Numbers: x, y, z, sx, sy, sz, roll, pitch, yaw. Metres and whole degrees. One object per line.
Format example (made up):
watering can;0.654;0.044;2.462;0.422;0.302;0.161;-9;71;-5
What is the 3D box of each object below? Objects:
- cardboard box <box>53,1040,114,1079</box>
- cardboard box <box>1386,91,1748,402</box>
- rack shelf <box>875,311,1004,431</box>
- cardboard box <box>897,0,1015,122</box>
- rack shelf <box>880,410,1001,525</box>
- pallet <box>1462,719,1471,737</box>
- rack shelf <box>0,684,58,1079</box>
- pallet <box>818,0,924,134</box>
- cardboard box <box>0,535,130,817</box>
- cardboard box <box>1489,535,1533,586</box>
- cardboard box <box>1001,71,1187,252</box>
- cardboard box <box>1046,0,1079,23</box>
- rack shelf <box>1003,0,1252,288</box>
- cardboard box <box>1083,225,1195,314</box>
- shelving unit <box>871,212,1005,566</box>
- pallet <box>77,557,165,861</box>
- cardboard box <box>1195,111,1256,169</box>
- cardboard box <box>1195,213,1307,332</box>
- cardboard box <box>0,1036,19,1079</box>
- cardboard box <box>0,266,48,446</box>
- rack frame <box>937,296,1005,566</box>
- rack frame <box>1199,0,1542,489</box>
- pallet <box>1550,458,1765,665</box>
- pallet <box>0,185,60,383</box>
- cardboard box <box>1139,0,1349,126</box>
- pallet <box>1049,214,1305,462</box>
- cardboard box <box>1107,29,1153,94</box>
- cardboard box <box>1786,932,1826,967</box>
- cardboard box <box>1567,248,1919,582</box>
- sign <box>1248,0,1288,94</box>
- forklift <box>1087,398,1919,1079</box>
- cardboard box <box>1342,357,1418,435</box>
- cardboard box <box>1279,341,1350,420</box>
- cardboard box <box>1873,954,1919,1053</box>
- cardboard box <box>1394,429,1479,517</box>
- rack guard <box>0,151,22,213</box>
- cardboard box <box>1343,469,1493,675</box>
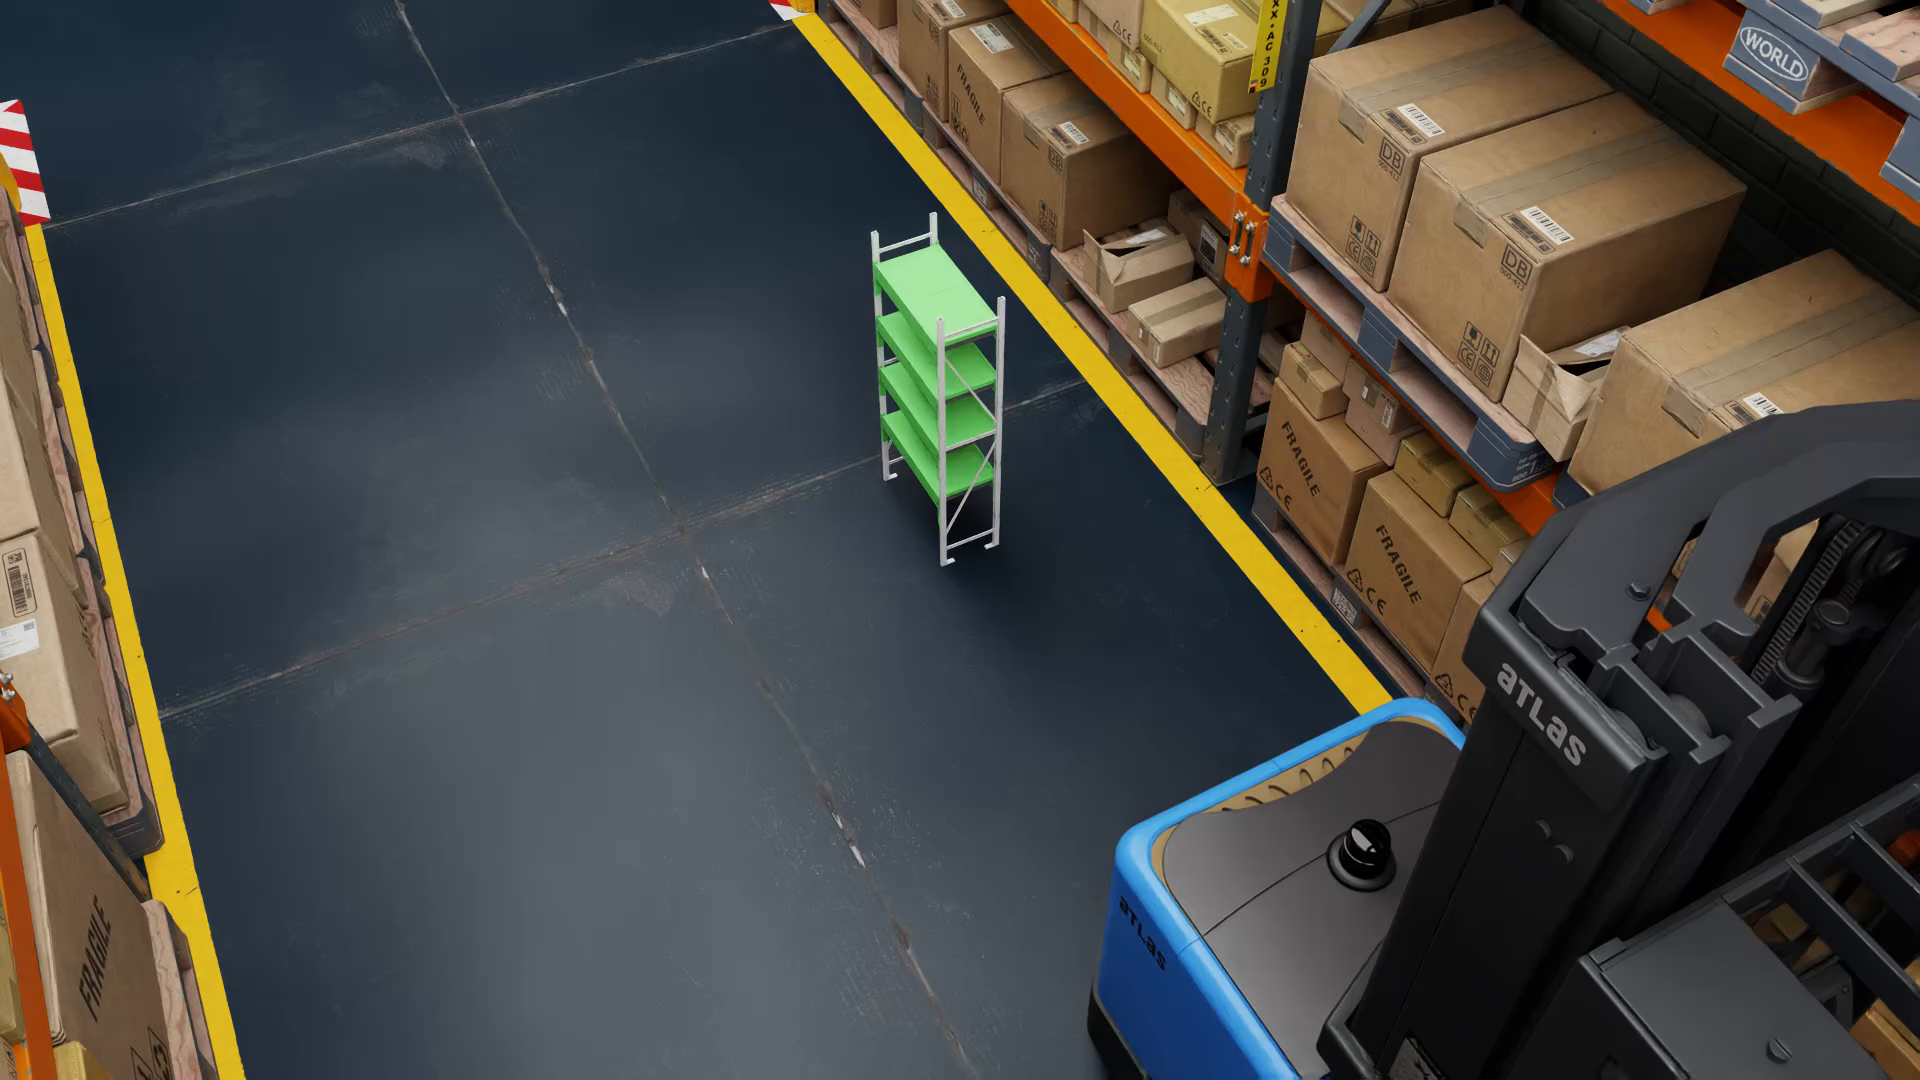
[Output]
cardboard box;-2.230;1.864;3.759;0.875;0.875;0.875;-20;52;-16
cardboard box;1.666;-0.822;4.631;0.700;0.500;0.500;-21;52;-17
rack shelf;-0.076;-0.622;5.763;0.258;0.148;0.480;-21;52;-18
cardboard box;0.128;-2.363;7.706;0.700;0.500;0.500;-19;52;-16
rack shelf;-0.076;-0.306;6.124;0.258;0.148;0.480;-21;52;-18
pallet;2.375;0.869;5.350;1.003;0.211;1.213;-21;52;-18
rack shelf;-2.090;1.889;3.083;1.077;0.370;4.000;-21;52;-18
pallet;-0.023;-2.573;8.361;1.003;0.211;1.213;-21;52;-18
cardboard box;-3.197;0.562;5.189;0.875;0.438;0.875;-22;52;-18
cardboard box;1.876;0.090;5.129;0.380;0.149;0.250;-21;52;-18
cardboard box;0.603;-1.668;7.098;0.700;0.500;0.500;-23;53;-19
cardboard box;0.519;-2.121;6.279;0.380;0.149;0.250;-22;52;-18
rack shelf;0.491;-2.500;6.922;1.077;0.370;4.000;-21;52;-18
cardboard box;0.727;-1.147;6.798;0.396;0.266;0.258;-19;52;-16
shelving unit;-0.076;-0.506;5.895;0.258;1.200;0.503;-21;52;-18
pallet;-3.284;0.696;5.501;1.003;0.211;1.213;-21;52;-18
cardboard box;1.036;-1.442;5.685;0.380;0.149;0.250;-21;52;-17
cardboard box;1.314;-1.175;6.792;0.500;0.311;0.500;-19;52;-16
cardboard box;-2.130;1.262;3.253;0.500;0.250;0.500;-22;53;-18
cardboard box;-4.018;-0.641;6.241;0.875;0.438;0.875;-20;52;-17
rack frame;0.036;-0.342;5.752;0.240;1.200;0.015;-21;52;-18
rack frame;1.407;-1.398;5.480;1.000;3.000;0.127;-21;52;-18
pallet;2.343;0.042;4.348;1.003;0.211;1.213;-21;52;-18
pallet;-4.400;-0.937;6.929;1.003;0.211;1.213;-21;52;-18
cardboard box;0.957;-1.704;5.649;0.500;0.250;0.500;-20;52;-17
pallet;1.093;-0.940;6.932;1.003;0.211;1.213;-21;52;-18
cardboard box;0.757;-1.774;5.976;0.380;0.149;0.250;-20;52;-17
cardboard box;2.391;1.067;4.706;0.500;0.500;0.500;-19;52;-16
cardboard box;2.025;-0.297;4.171;0.700;0.500;0.500;-21;52;-18
sign;0.928;-1.491;4.986;0.100;0.325;0.005;-21;52;-18
forklift;1.518;1.293;3.172;1.130;2.935;3.031;-22;52;-18
cardboard box;1.496;-0.536;5.479;0.380;0.149;0.250;-24;53;-19
cardboard box;1.334;-0.595;5.729;0.380;0.149;0.250;-19;51;-16
cardboard box;2.552;1.143;4.208;0.380;0.149;0.250;-23;53;-19
cardboard box;1.657;-0.269;5.443;0.380;0.149;0.250;-24;53;-19
rack guard;-4.847;-1.556;7.279;1.175;0.500;0.348;-21;52;-18
cardboard box;1.680;0.041;5.603;0.500;0.500;0.500;-22;52;-18
